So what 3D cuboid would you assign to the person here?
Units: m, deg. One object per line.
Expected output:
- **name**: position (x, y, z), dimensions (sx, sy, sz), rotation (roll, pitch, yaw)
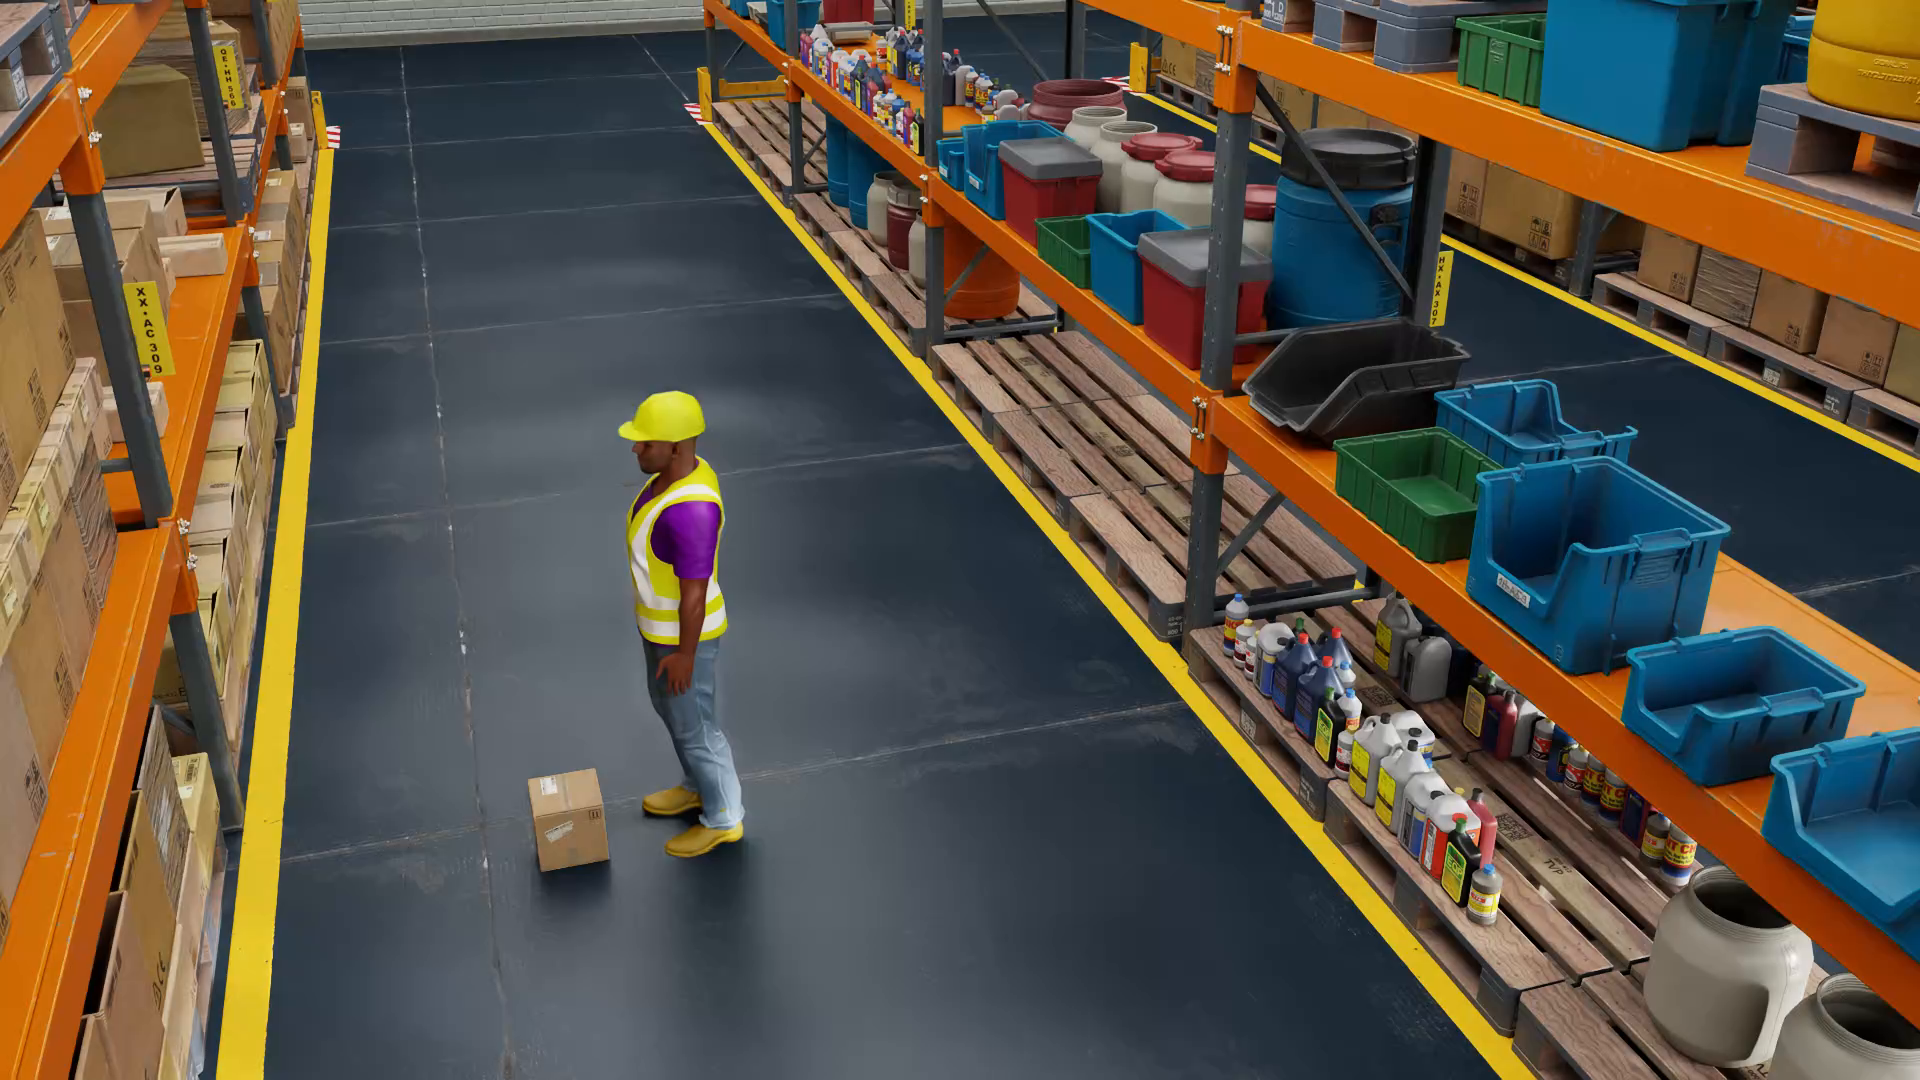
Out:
- **person**: position (-1.010, 0.306, 5.979), dimensions (0.373, 1.771, 0.565), rotation (-7, 27, -15)
